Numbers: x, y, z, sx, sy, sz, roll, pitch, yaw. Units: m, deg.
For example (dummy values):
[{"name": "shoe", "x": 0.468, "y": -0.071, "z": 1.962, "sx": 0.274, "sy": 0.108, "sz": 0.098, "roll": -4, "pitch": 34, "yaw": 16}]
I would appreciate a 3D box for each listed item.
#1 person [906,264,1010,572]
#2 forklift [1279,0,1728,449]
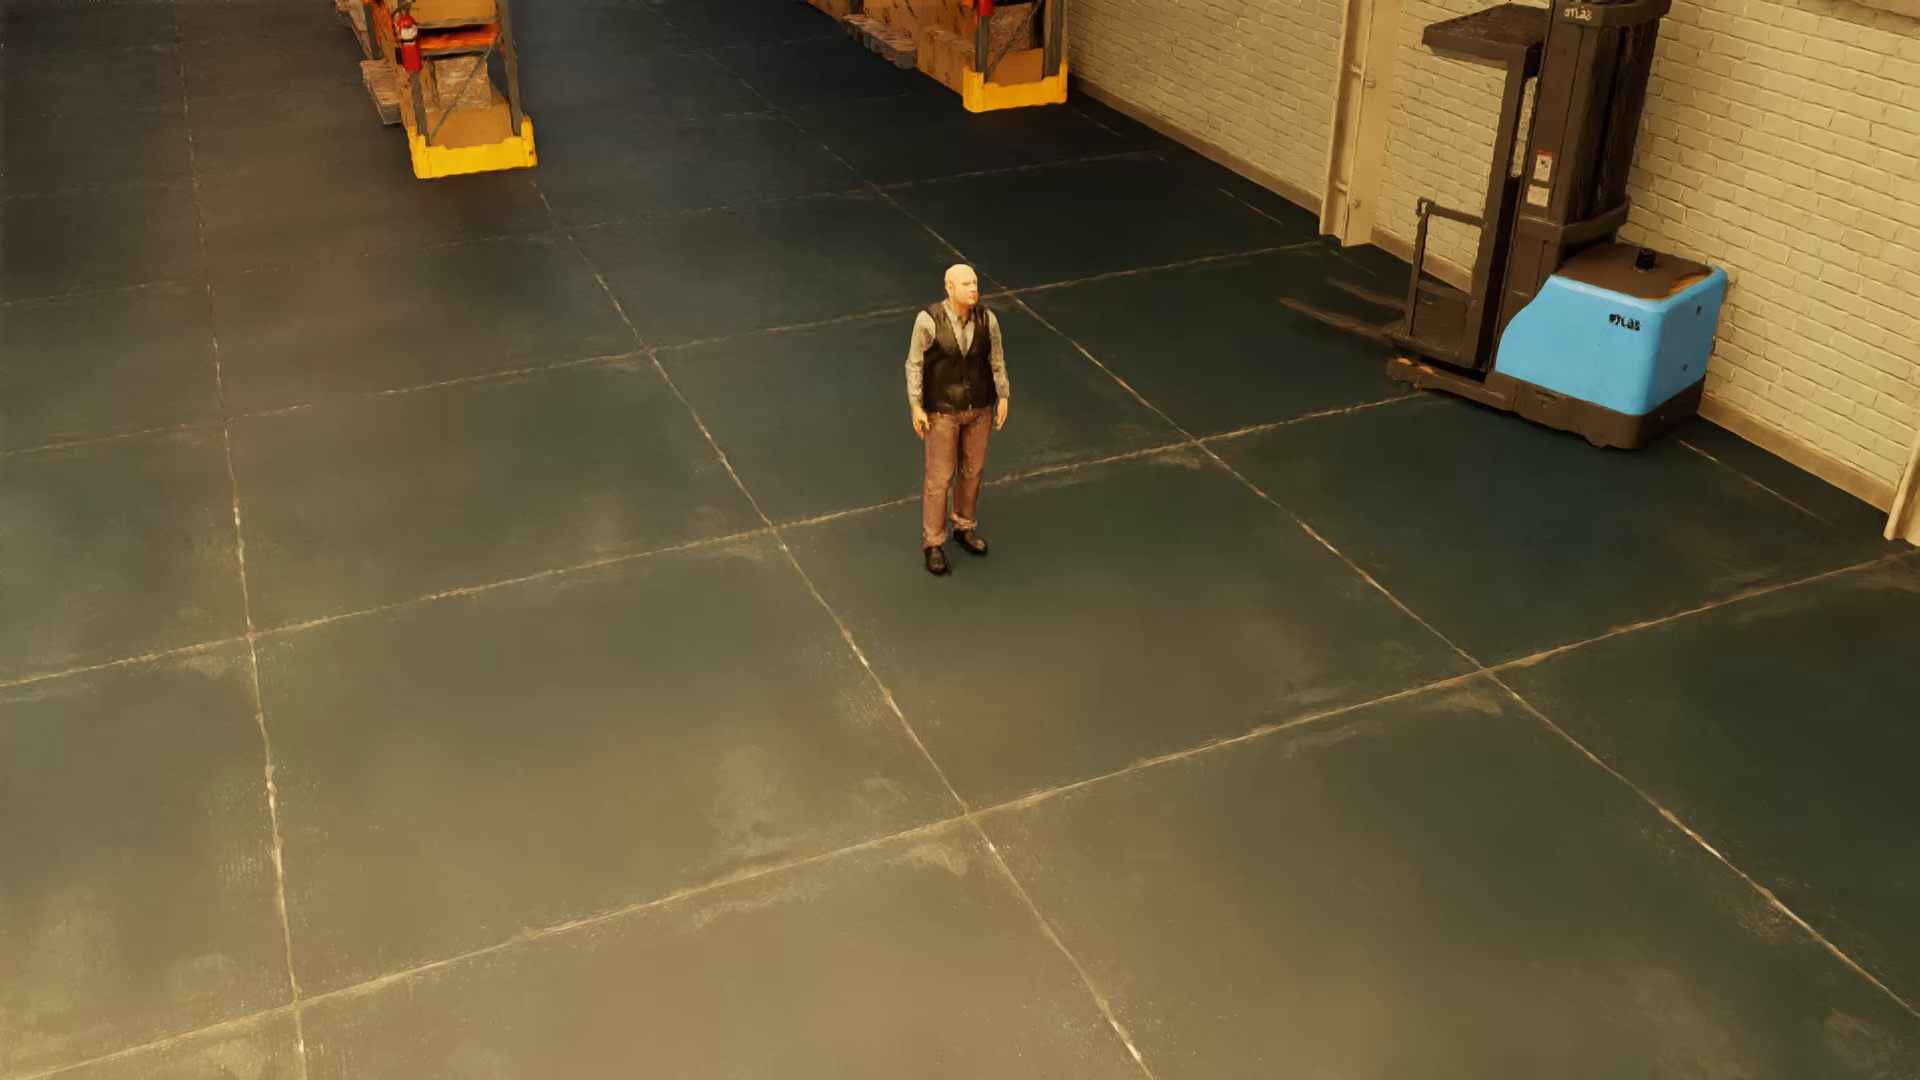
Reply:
[{"name": "person", "x": 0.018, "y": -0.724, "z": 9.589, "sx": 0.632, "sy": 1.720, "sz": 0.567, "roll": -12, "pitch": 32, "yaw": -20}, {"name": "forklift", "x": 3.751, "y": -2.513, "z": 11.514, "sx": 1.130, "sy": 2.935, "sz": 3.031, "roll": -25, "pitch": 38, "yaw": -37}]
